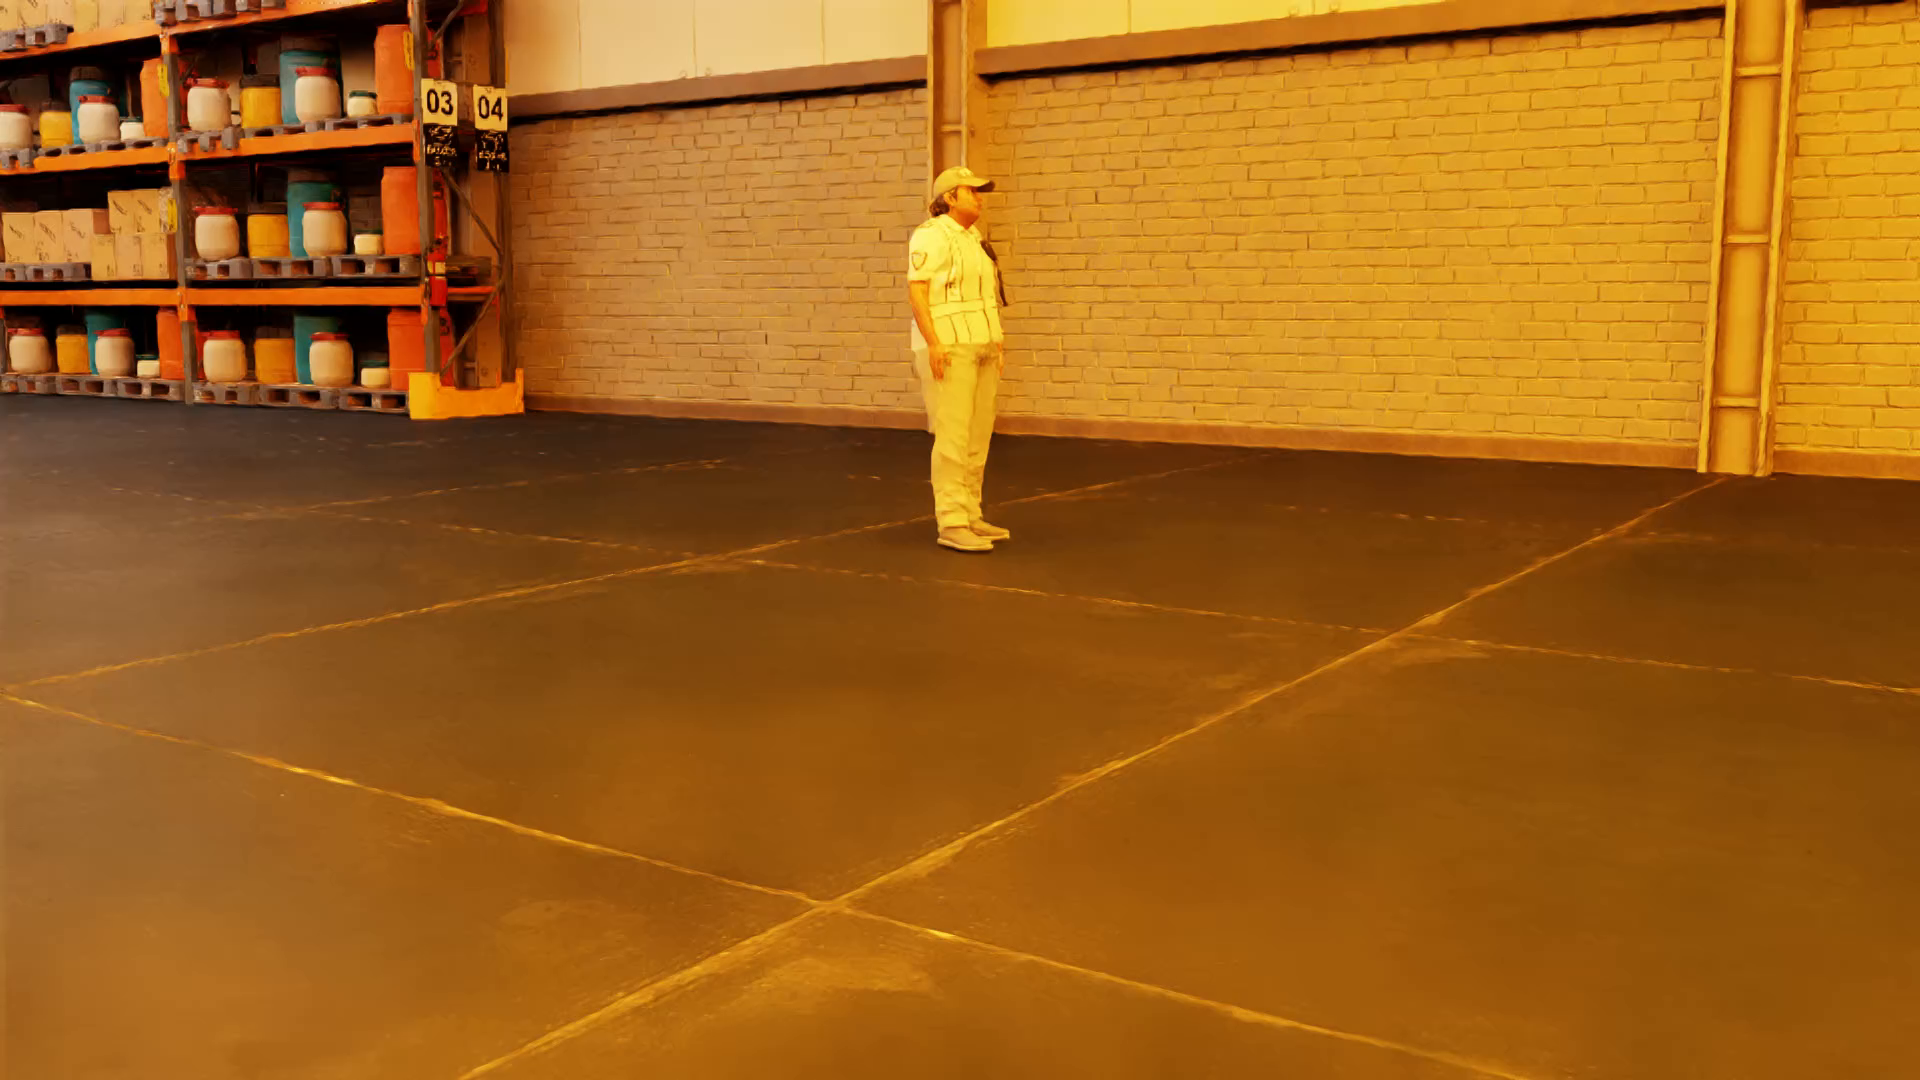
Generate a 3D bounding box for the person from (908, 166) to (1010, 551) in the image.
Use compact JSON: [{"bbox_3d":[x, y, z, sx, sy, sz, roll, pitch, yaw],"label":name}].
[{"bbox_3d":[0.051,-0.823,7.424,0.529,1.669,0.598,5,10,34],"label":"person"}]
